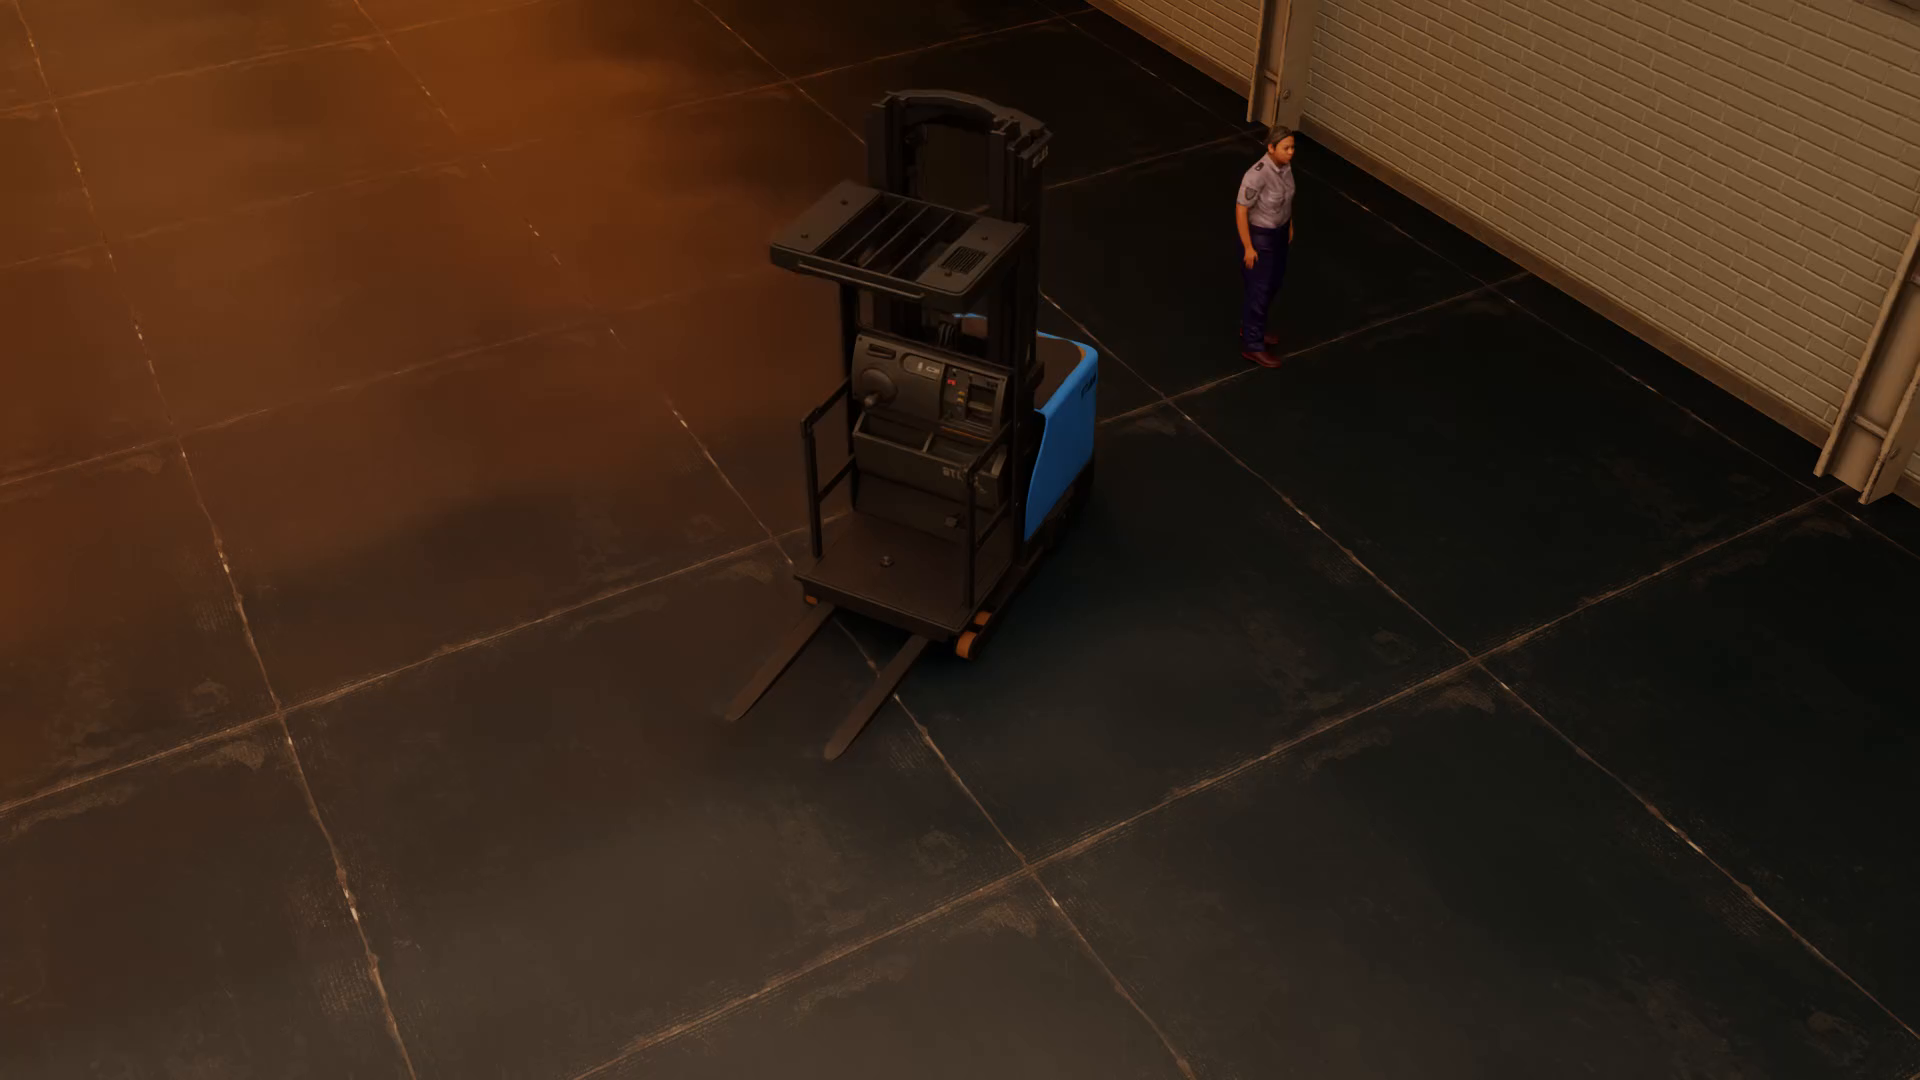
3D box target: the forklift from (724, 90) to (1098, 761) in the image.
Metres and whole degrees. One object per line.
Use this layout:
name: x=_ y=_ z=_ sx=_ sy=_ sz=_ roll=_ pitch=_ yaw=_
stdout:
forklift: x=-0.267 y=-0.772 z=8.967 sx=1.130 sy=2.935 sz=3.031 roll=18 pitch=43 yaw=21

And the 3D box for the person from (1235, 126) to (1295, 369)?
person: x=2.185 y=-2.049 z=11.511 sx=0.497 sy=1.653 sz=0.623 roll=23 pitch=45 yaw=25
